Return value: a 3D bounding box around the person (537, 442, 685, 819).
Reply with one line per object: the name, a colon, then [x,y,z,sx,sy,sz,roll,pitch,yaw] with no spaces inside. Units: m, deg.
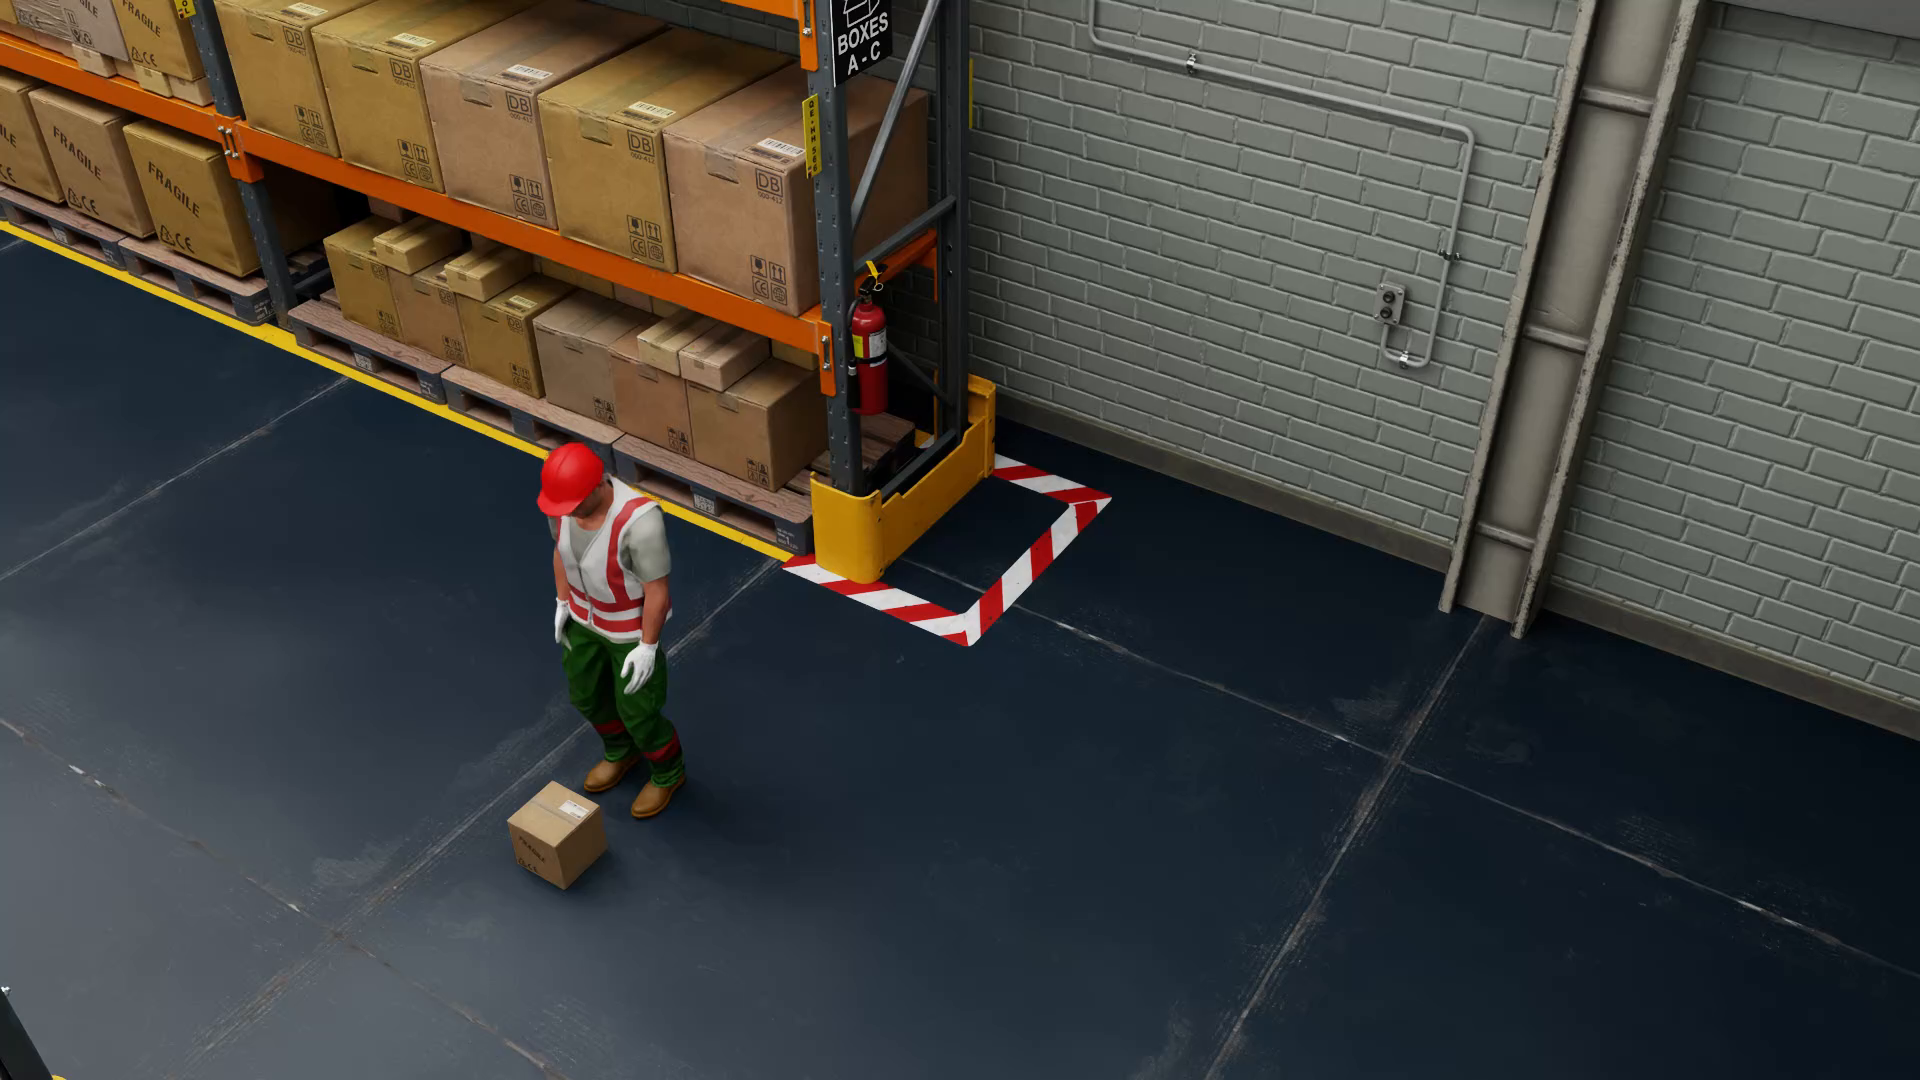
person: [-1.304,0.334,6.274,0.541,1.744,0.443,22,43,26]
